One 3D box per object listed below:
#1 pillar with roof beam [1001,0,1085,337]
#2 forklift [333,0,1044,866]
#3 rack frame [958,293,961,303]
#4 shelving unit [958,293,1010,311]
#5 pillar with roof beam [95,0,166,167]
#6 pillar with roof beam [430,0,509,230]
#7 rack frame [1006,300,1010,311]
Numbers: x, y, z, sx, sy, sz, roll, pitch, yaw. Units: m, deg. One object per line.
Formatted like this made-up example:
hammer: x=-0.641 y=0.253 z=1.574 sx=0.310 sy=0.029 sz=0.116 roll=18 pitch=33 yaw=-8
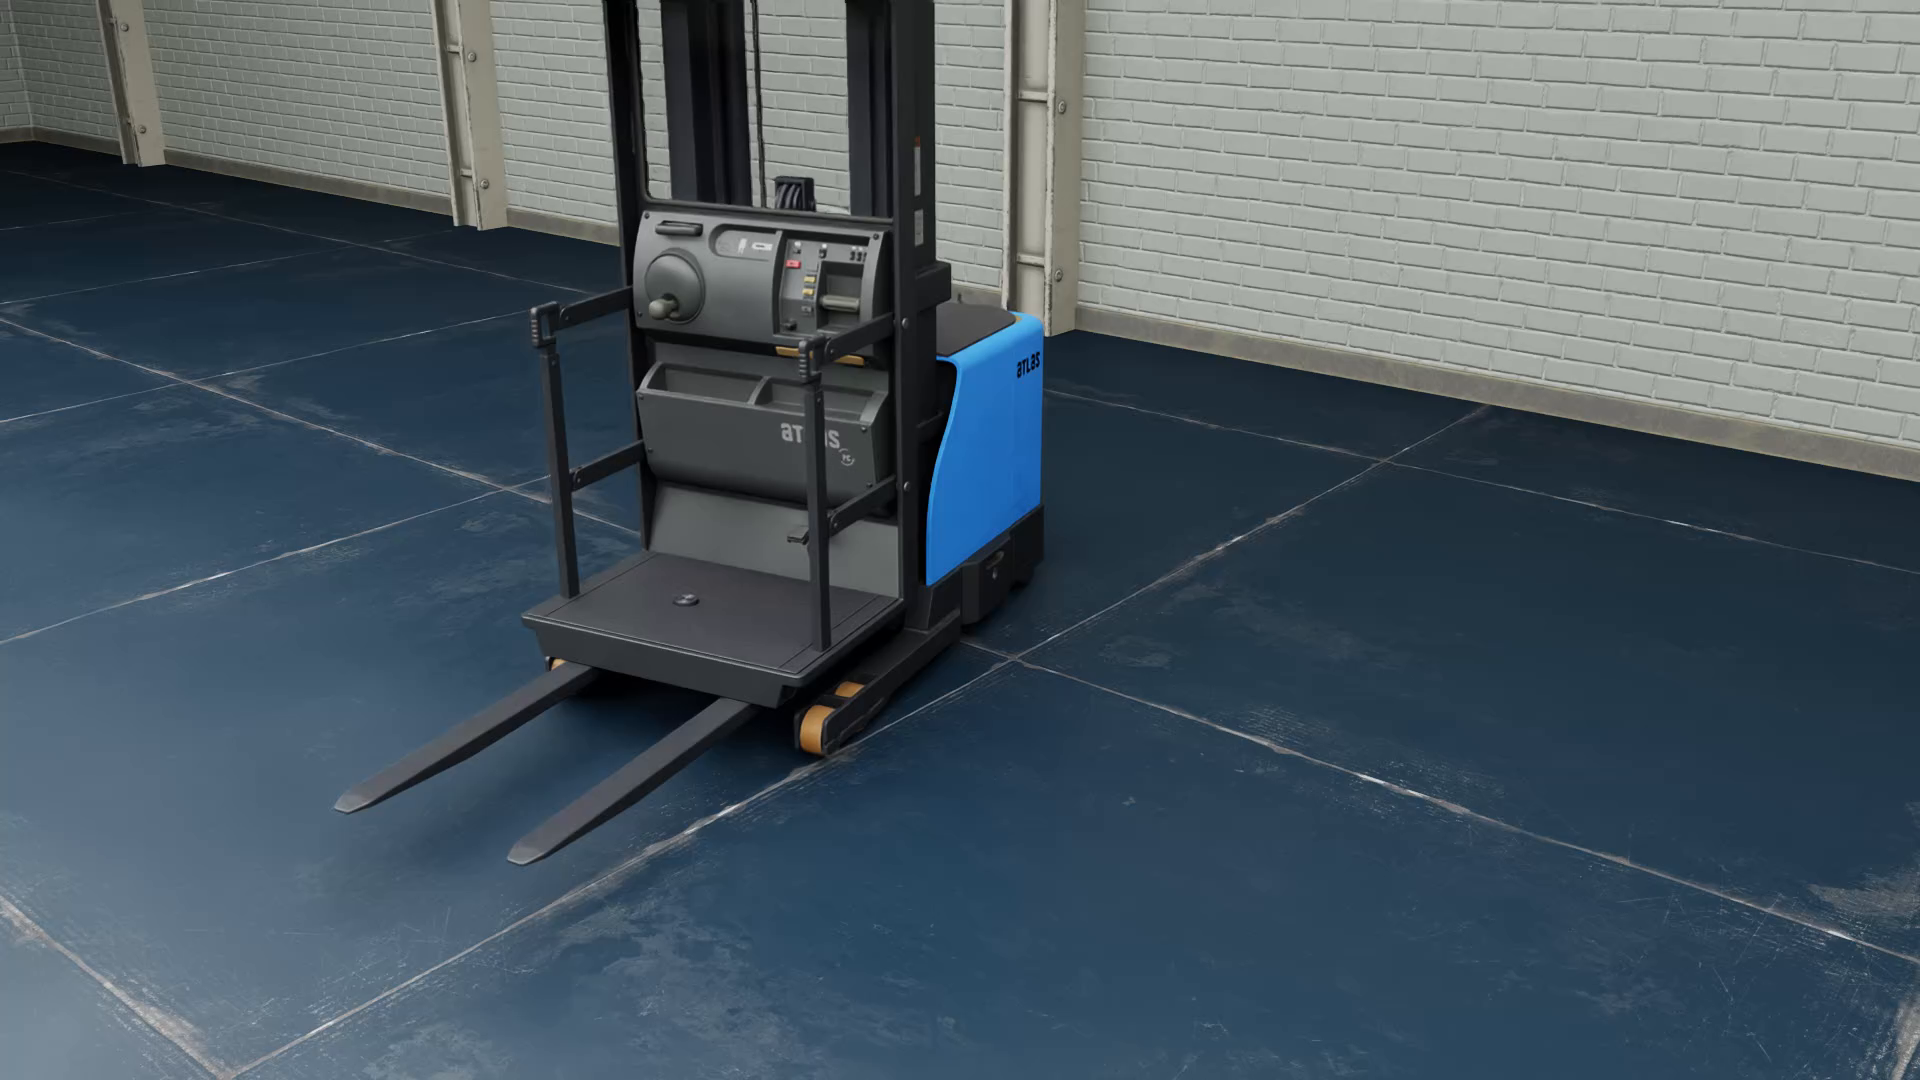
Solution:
pillar with roof beam: x=-2.206 y=-4.416 z=6.126 sx=0.400 sy=9.000 sz=9.100 roll=16 pitch=26 yaw=36
forklift: x=-0.763 y=-0.853 z=5.276 sx=1.130 sy=2.935 sz=3.031 roll=10 pitch=23 yaw=24
rack frame: x=-0.055 y=-0.509 z=7.030 sx=0.008 sy=1.050 sz=0.200 roll=14 pitch=25 yaw=33
shelving unit: x=0.044 y=-0.484 z=6.964 sx=0.252 sy=1.050 sz=0.215 roll=14 pitch=25 yaw=33
pillar with roof beam: x=-11.503 y=-7.093 z=13.225 sx=0.400 sy=9.000 sz=9.100 roll=16 pitch=26 yaw=36
pillar with roof beam: x=-6.854 y=-5.755 z=9.675 sx=0.400 sy=9.000 sz=9.100 roll=16 pitch=26 yaw=36
rack frame: x=0.144 y=-0.459 z=6.897 sx=0.008 sy=1.050 sz=0.200 roll=14 pitch=25 yaw=33
